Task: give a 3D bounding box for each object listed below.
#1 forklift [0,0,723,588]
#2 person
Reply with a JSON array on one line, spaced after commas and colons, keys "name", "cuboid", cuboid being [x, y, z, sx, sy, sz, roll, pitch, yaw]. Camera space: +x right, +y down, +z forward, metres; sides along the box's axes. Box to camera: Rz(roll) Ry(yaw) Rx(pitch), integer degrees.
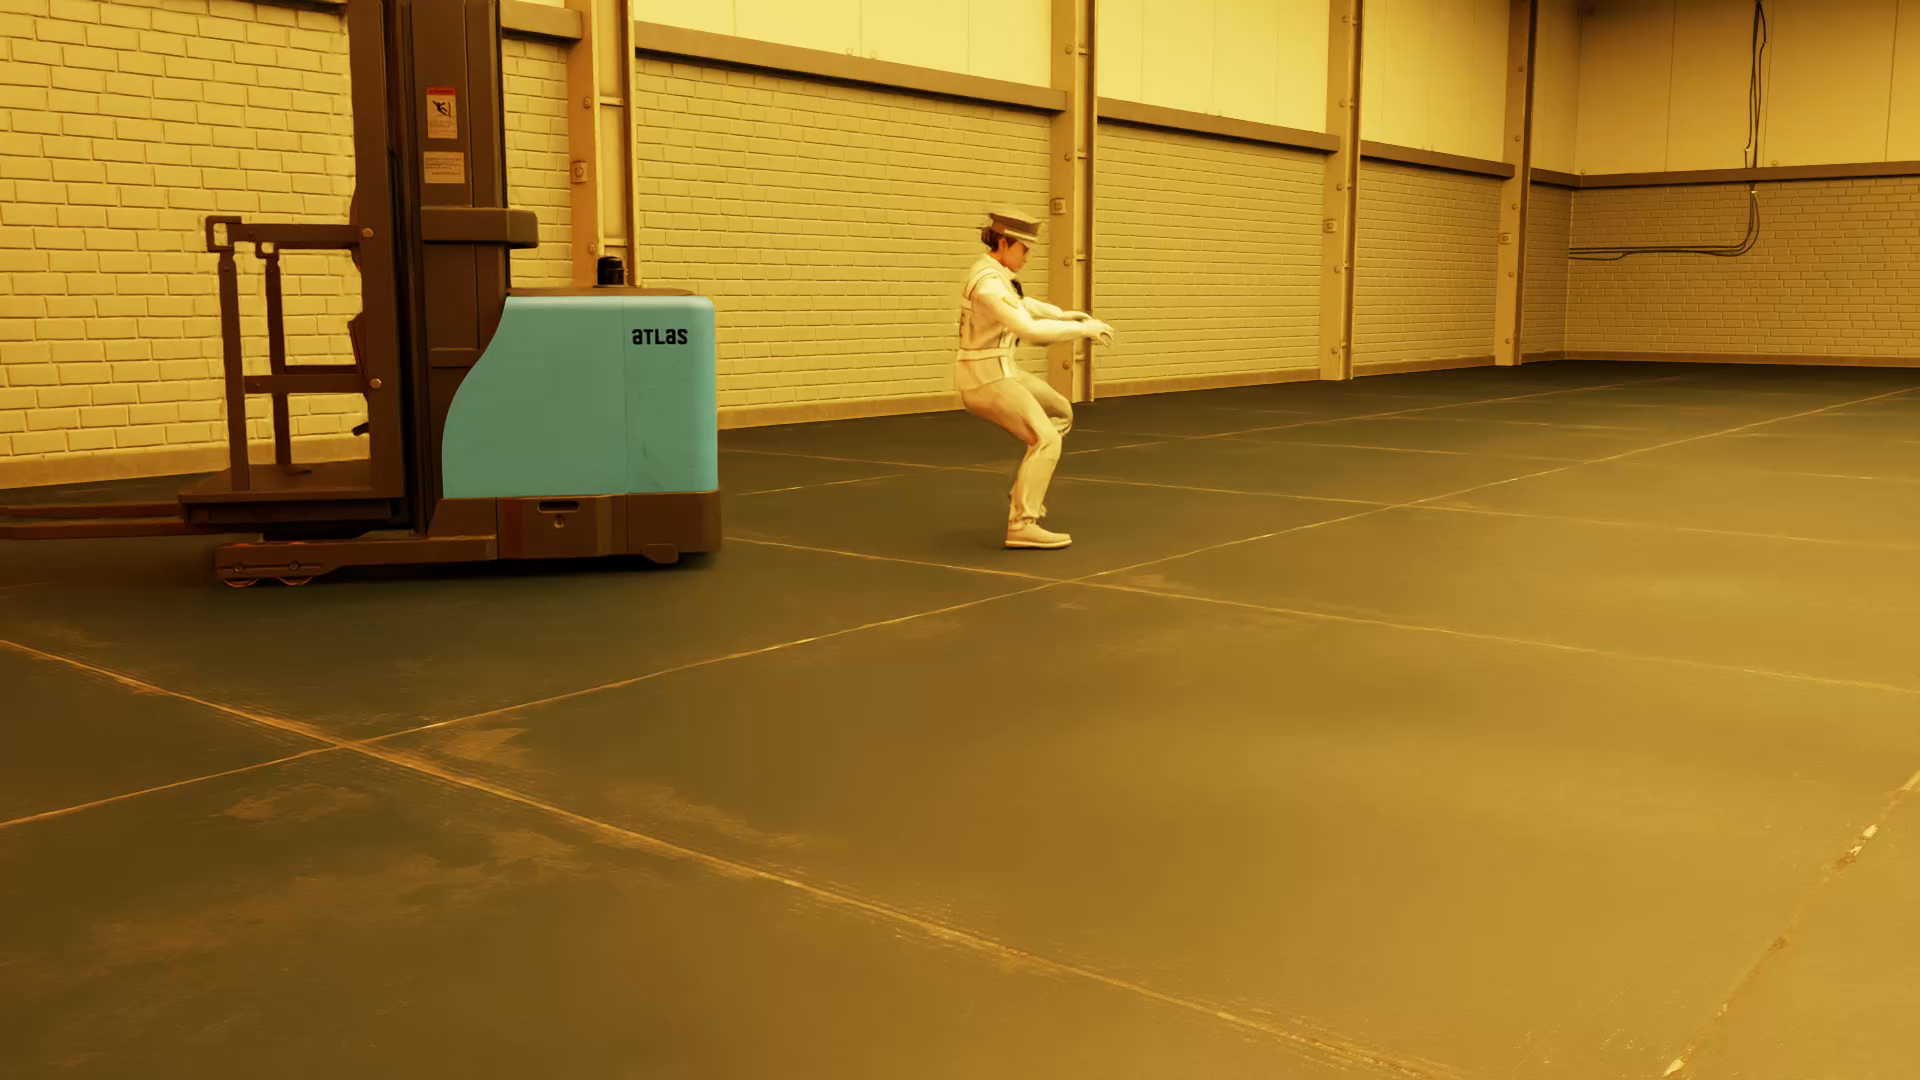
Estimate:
[{"name": "forklift", "cuboid": [-2.527, -1.357, 6.554, 3.031, 2.935, 1.130, -2, 9, -13]}, {"name": "person", "cuboid": [0.336, -0.741, 7.460, 0.716, 1.449, 0.934, 1, 8, 8]}]
